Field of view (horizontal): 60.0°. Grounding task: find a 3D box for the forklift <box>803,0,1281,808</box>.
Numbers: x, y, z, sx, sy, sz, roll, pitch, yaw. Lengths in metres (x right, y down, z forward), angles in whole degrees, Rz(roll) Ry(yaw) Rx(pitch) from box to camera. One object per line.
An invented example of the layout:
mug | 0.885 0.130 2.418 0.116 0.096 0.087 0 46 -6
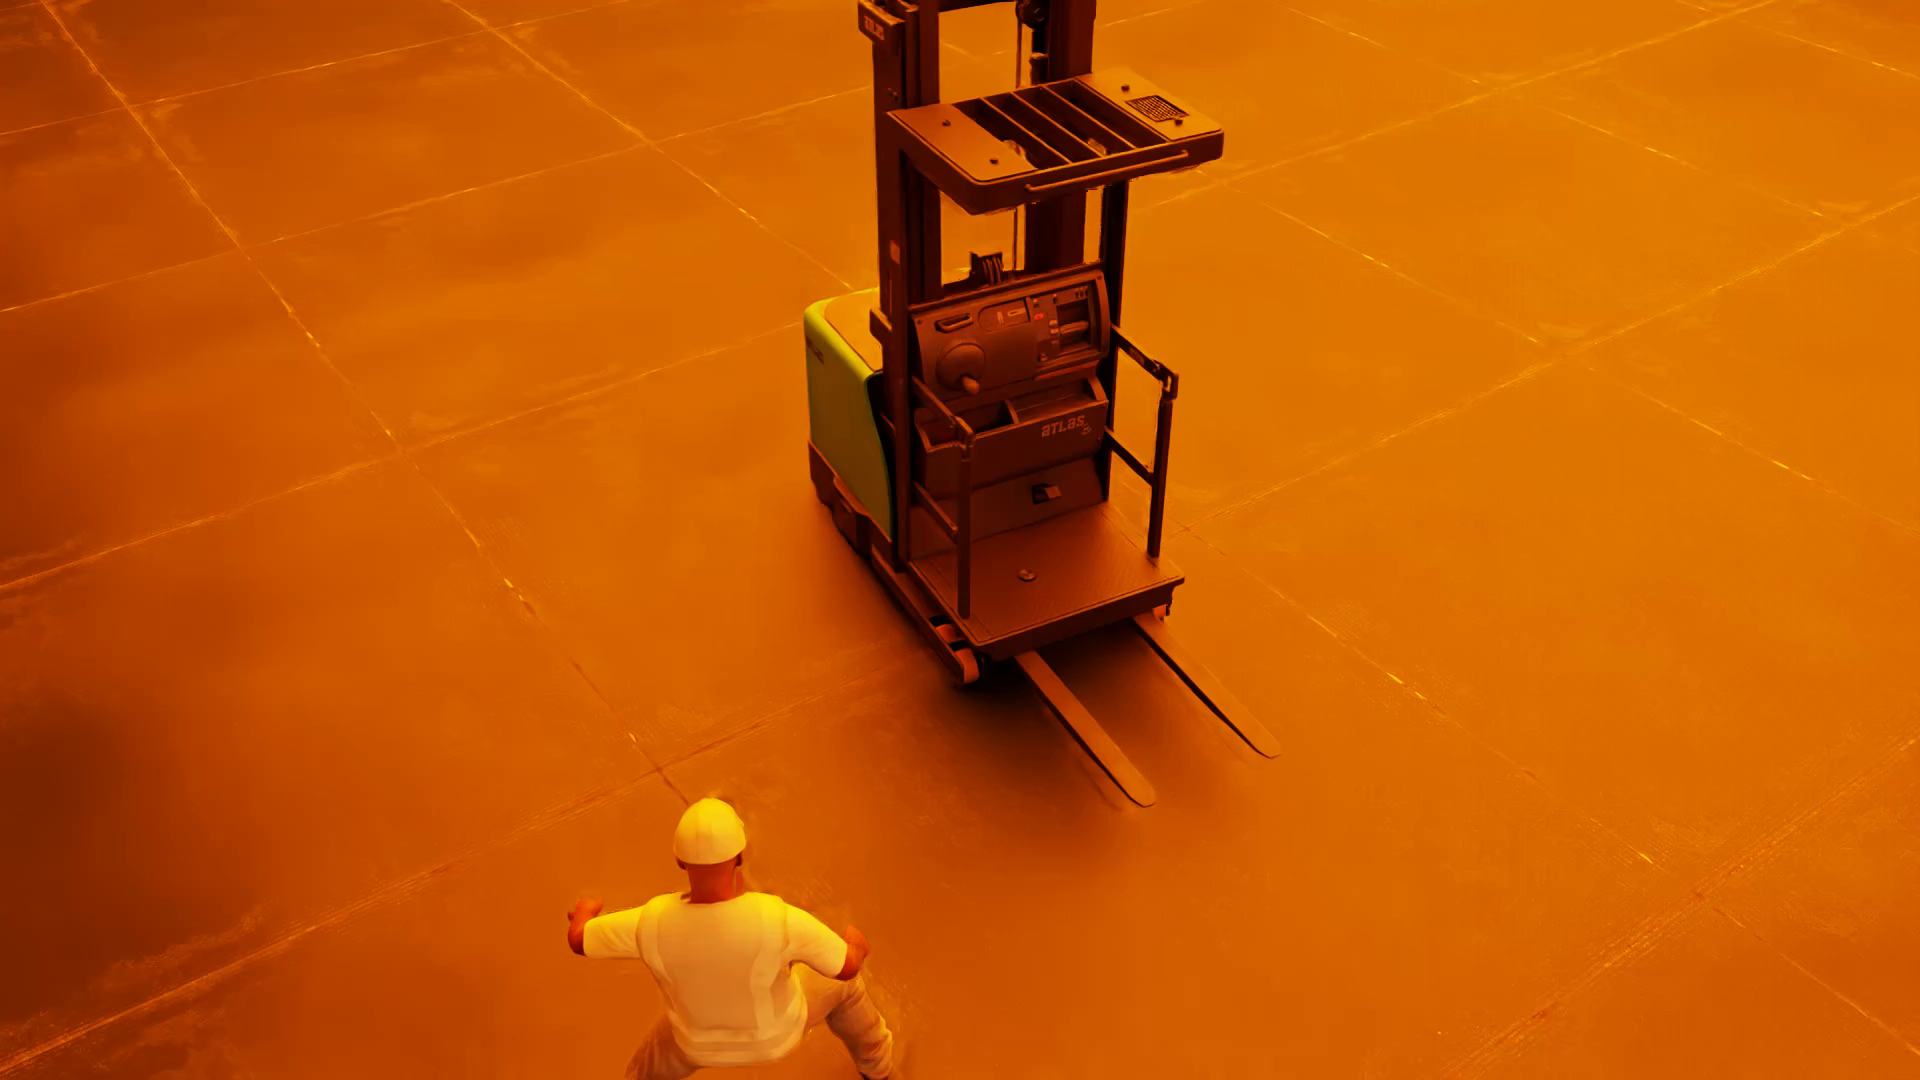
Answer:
forklift | 0.334 -0.828 7.065 1.130 2.935 3.031 -17 40 -22

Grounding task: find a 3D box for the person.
person | -0.753 1.382 5.240 1.028 1.614 0.929 1 36 1
